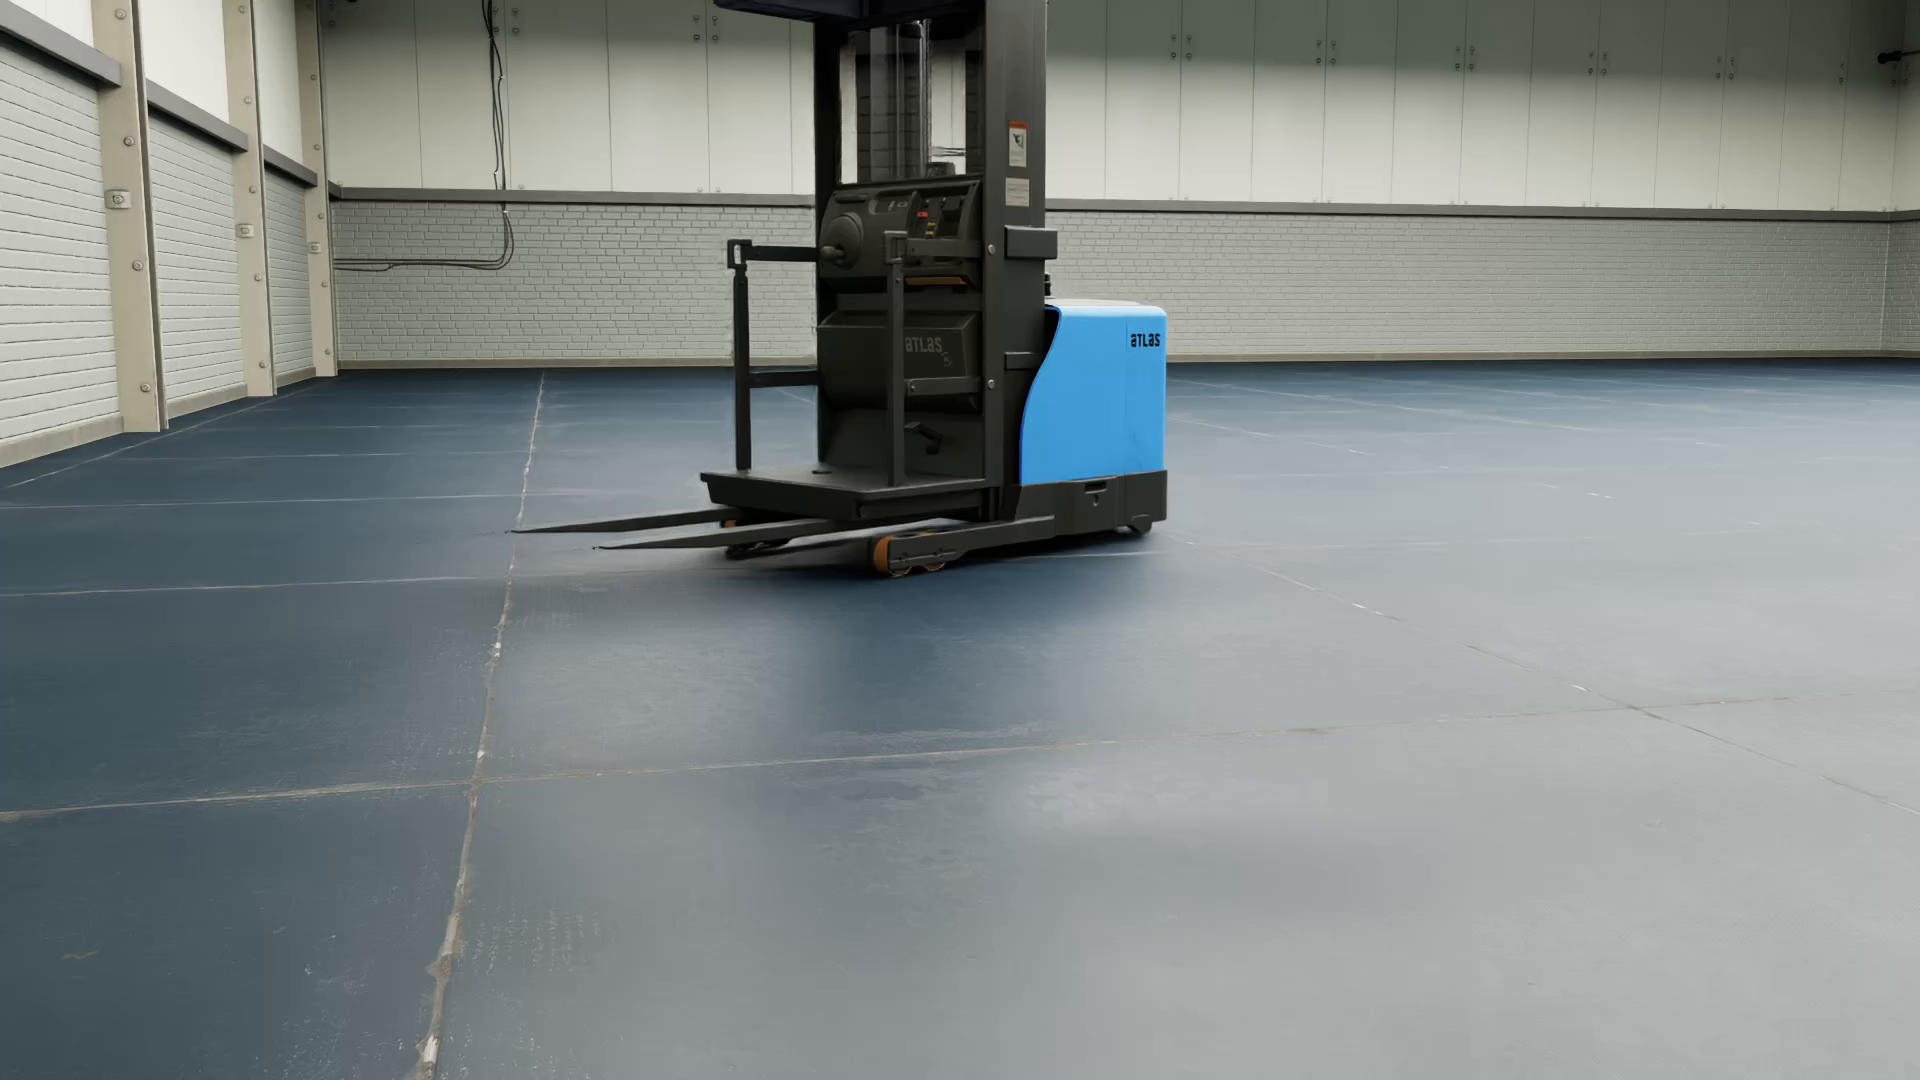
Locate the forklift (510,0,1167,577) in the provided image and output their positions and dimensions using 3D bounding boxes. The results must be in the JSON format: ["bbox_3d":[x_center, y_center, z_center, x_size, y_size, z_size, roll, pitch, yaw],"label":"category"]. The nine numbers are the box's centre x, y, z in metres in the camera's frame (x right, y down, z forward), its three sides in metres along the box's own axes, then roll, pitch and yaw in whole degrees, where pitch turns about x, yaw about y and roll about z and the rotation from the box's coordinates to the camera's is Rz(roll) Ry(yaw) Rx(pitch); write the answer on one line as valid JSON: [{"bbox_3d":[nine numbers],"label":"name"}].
[{"bbox_3d":[-0.417,-1.384,7.019,3.031,2.935,1.130,-8,11,-44],"label":"forklift"}]
